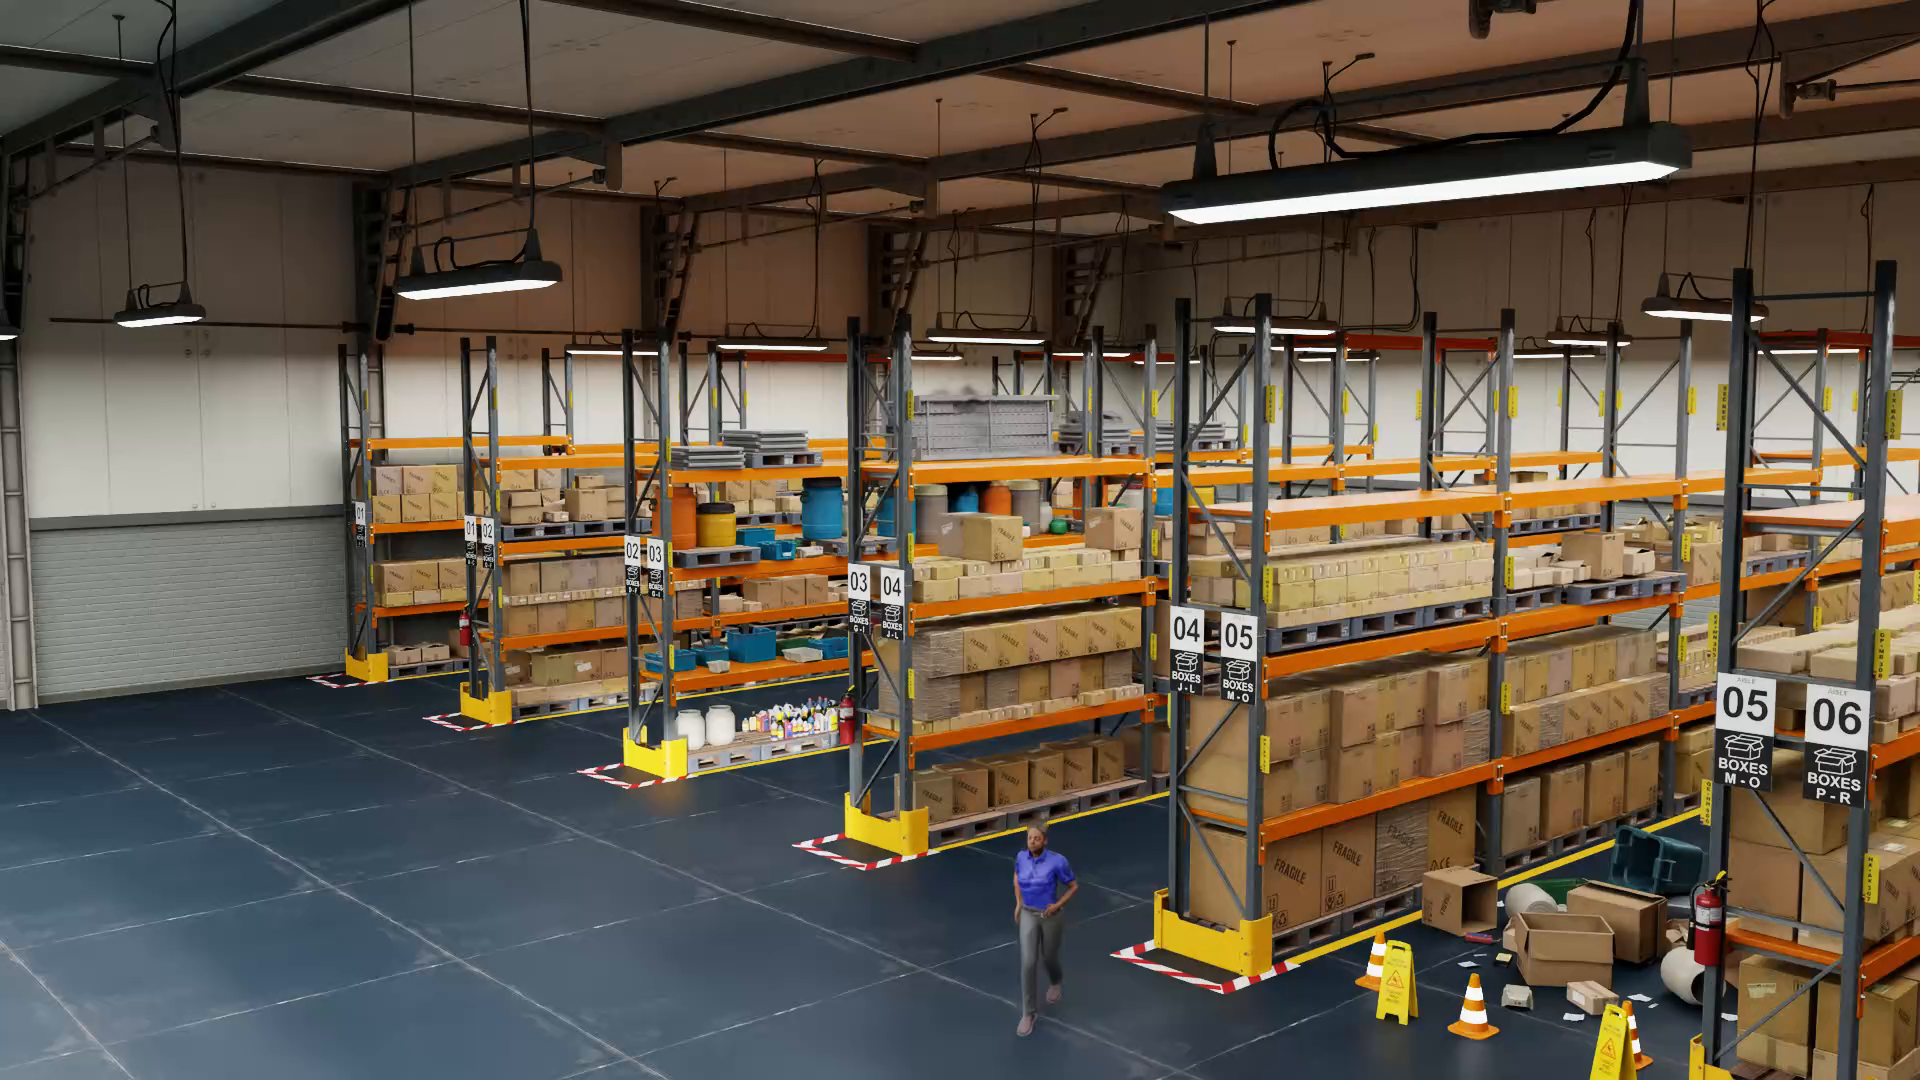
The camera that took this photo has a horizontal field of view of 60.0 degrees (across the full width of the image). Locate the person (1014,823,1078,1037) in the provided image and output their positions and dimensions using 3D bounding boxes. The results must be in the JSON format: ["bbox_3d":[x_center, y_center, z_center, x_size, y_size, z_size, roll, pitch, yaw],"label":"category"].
[{"bbox_3d":[0.697,3.122,13.632,0.578,1.683,0.824,2,5,17],"label":"person"}]
